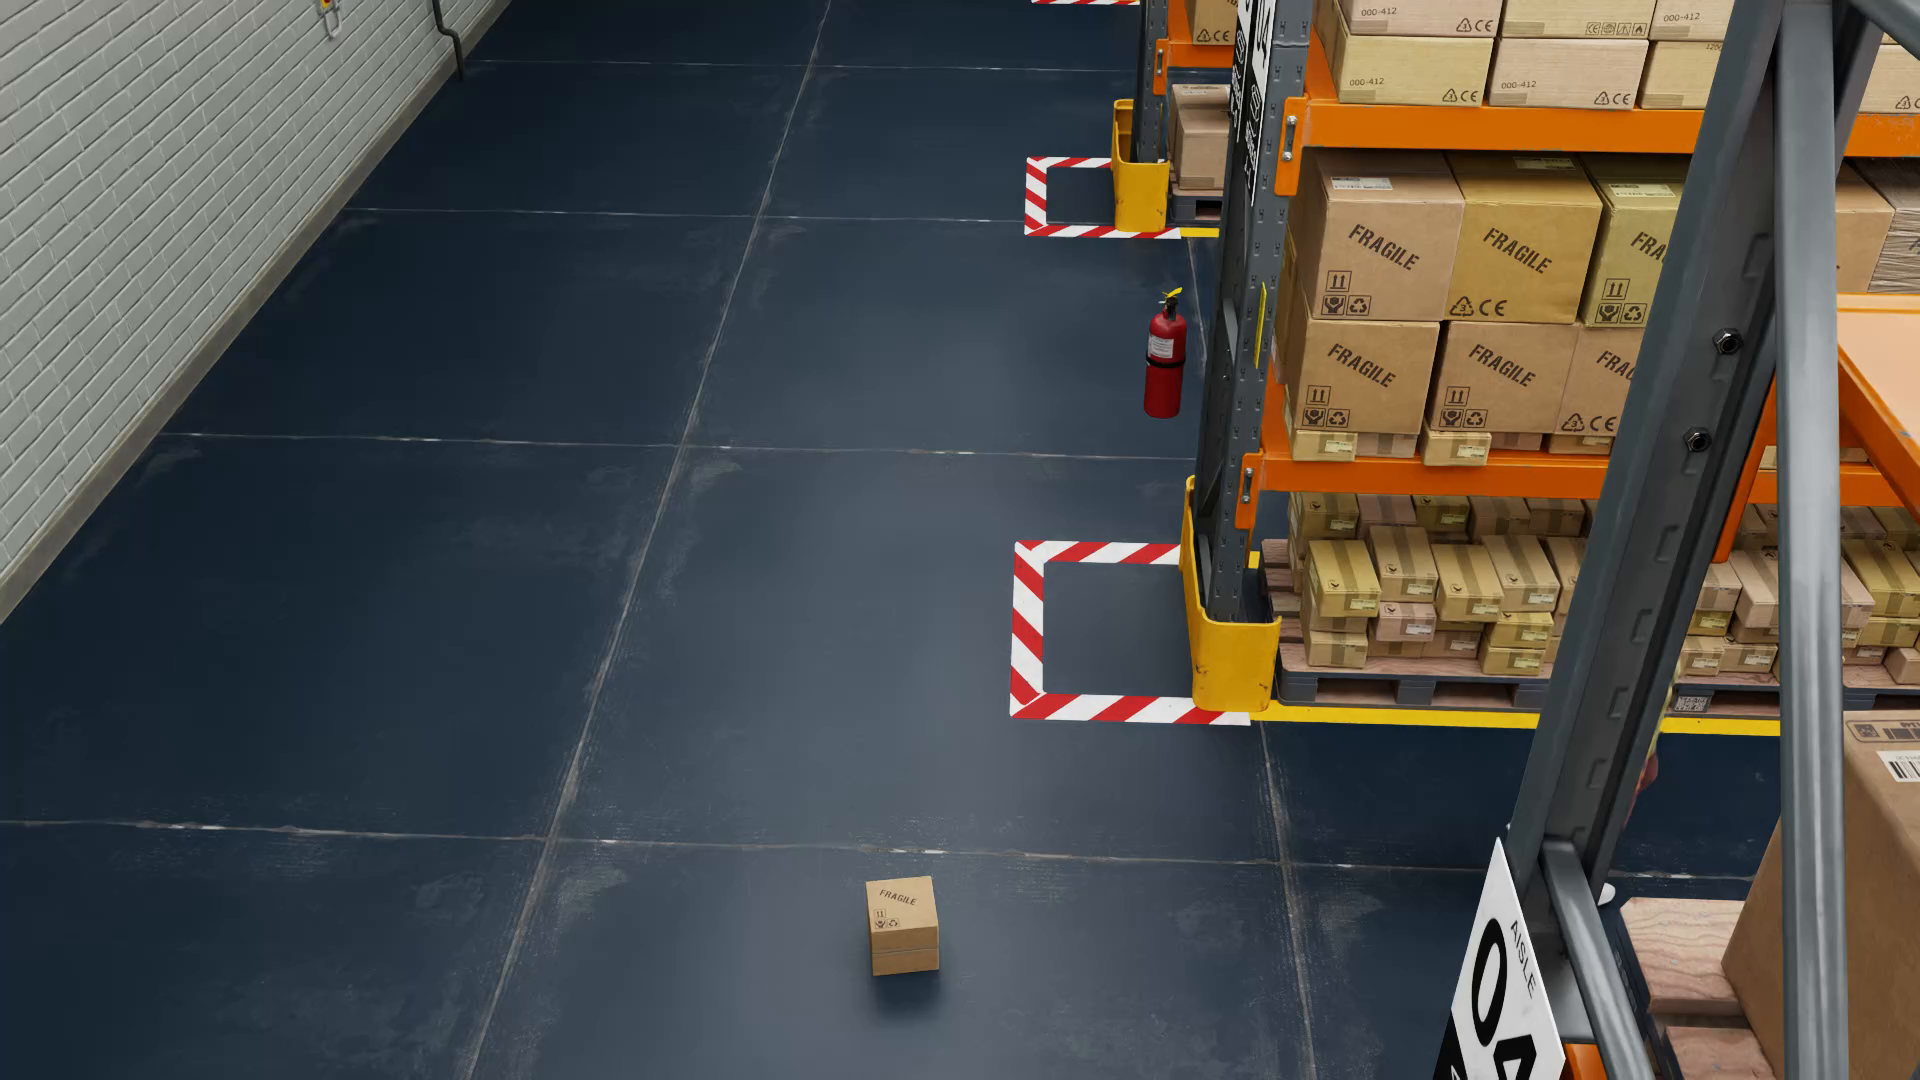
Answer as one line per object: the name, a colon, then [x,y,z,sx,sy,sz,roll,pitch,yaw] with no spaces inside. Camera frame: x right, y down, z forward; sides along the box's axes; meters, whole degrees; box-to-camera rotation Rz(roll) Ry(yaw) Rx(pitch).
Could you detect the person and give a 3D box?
person: [2.421,0.817,6.168,0.477,1.403,0.463,1,36,2]
